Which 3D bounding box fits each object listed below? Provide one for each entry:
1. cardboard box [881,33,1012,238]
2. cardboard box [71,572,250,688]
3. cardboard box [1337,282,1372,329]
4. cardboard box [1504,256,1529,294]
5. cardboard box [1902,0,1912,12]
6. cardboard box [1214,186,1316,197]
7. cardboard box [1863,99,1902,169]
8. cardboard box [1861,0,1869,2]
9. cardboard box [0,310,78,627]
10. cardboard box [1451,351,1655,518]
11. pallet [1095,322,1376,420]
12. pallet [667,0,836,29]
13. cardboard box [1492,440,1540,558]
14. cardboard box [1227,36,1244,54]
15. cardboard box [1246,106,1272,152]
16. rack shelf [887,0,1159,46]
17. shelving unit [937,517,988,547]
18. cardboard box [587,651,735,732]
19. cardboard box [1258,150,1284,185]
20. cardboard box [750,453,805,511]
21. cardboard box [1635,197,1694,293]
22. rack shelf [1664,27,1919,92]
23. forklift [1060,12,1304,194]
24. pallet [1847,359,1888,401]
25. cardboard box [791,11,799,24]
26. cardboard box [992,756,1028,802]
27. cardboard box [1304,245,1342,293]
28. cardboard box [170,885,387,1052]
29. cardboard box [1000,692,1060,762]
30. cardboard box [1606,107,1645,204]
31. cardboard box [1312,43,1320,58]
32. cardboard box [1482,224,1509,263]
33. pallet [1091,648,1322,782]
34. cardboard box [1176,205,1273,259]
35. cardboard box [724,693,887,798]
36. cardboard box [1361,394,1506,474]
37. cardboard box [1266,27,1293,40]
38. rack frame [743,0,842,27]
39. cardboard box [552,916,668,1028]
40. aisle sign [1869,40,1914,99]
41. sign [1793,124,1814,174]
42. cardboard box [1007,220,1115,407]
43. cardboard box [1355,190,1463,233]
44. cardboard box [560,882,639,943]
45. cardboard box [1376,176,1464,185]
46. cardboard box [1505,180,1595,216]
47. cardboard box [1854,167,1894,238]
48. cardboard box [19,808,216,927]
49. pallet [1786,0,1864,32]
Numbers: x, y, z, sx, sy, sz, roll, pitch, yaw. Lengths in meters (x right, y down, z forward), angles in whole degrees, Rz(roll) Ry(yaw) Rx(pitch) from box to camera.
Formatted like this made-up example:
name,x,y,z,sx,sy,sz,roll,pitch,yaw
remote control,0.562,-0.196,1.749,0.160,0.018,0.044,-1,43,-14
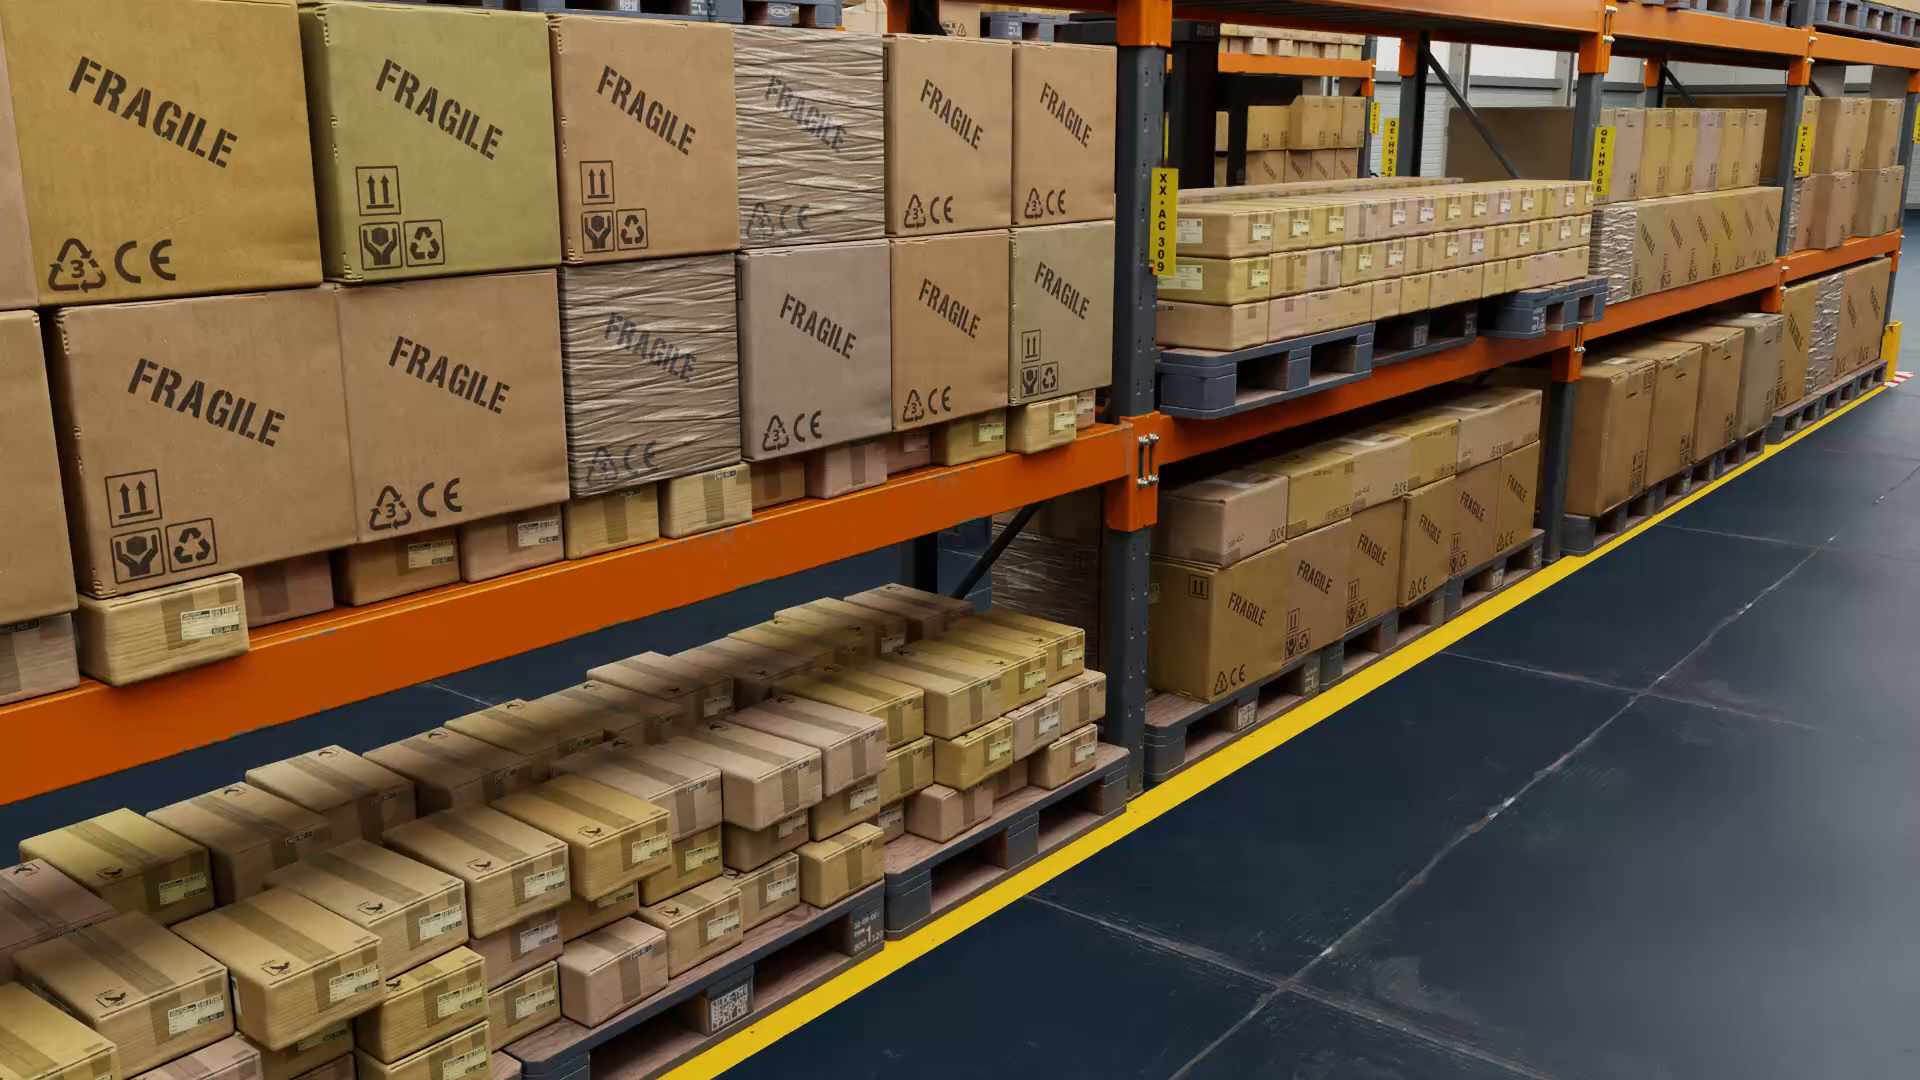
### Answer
name,x,y,z,sx,sy,sz,roll,pitch,yaw
cardboard box,-0.206,-1.093,4.496,0.500,0.500,0.500,11,18,36
cardboard box,-1.517,0.130,3.028,0.380,0.149,0.250,11,18,36
cardboard box,1.294,-0.883,6.164,0.380,0.149,0.250,11,18,38
cardboard box,2.283,-1.186,7.357,0.380,0.149,0.250,11,18,37
cardboard box,7.318,-4.268,13.194,0.380,0.149,0.250,11,18,38
cardboard box,1.289,-1.426,7.094,0.380,0.149,0.250,11,18,37
cardboard box,7.205,-3.357,13.749,0.875,0.550,0.550,11,18,38
cardboard box,6.359,-3.976,12.045,0.380,0.149,0.250,11,18,37
cardboard box,-1.817,-0.118,2.686,0.500,0.500,0.500,12,19,40
cardboard box,3.167,-0.630,9.226,1.050,0.750,0.750,11,18,37
pallet,0.794,-0.679,6.092,1.003,0.211,1.213,11,18,38
pallet,-1.563,-3.391,10.671,1.213,0.211,1.003,12,19,40
cardboard box,2.504,-0.239,8.197,0.500,0.500,0.500,11,18,37
cardboard box,2.344,-4.478,15.075,0.380,0.149,0.250,11,18,36
cardboard box,2.434,-3.841,15.312,0.700,0.500,0.500,11,18,36
rack shelf,-1.057,-1.370,3.792,1.077,0.370,4.000,11,18,38
shelving unit,-0.005,-0.435,9.006,0.258,0.900,0.210,11,18,38
cardboard box,-0.887,0.465,4.928,0.380,0.149,0.250,12,18,39
cardboard box,2.733,-3.454,15.820,0.500,0.500,0.500,12,18,38
cardboard box,-0.619,-0.184,4.266,0.380,0.149,0.250,11,18,37
cardboard box,3.841,-1.701,9.523,0.500,0.500,0.500,11,18,37
rack shelf,6.485,-3.668,12.838,1.077,0.370,4.000,11,18,38
forklift,1.429,-1.870,10.531,1.130,2.935,3.031,12,19,39
pallet,7.301,-1.429,14.320,1.003,0.211,1.213,11,18,38
cardboard box,-1.165,-3.585,11.562,0.380,0.149,0.250,11,18,38
cardboard box,-0.010,0.695,5.232,0.380,0.149,0.250,12,18,39
cardboard box,1.129,-0.977,5.931,0.380,0.149,0.250,12,18,39
cardboard box,-1.383,0.861,3.372,0.380,0.149,0.250,11,18,37
cardboard box,0.089,0.550,5.201,0.380,0.149,0.250,10,17,35
cardboard box,3.321,-2.128,9.175,0.700,0.500,0.500,11,18,37
cardboard box,3.287,-4.776,16.251,0.380,0.149,0.250,11,18,38
cardboard box,2.112,-1.277,7.112,0.380,0.149,0.250,11,18,37
pallet,0.688,0.554,6.512,1.003,0.211,1.213,11,18,38
cardboard box,0.806,-1.022,5.503,0.380,0.149,0.250,12,19,40
cardboard box,-0.424,0.558,4.563,0.380,0.149,0.250,10,17,35
cardboard box,2.179,-0.499,7.697,0.500,0.250,0.500,12,18,38
cardboard box,2.762,-4.785,15.474,0.500,0.250,0.500,11,18,38
rack frame,-1.199,-2.160,11.535,1.000,3.000,0.127,11,18,38
cardboard box,-0.928,1.004,4.014,0.380,0.149,0.250,10,17,35
aisle sign,8.020,-4.173,14.178,0.394,0.787,0.004,11,18,38
sign,5.656,-2.621,11.155,0.100,0.325,0.005,11,18,38
cardboard box,0.116,-0.704,4.995,0.500,0.500,0.500,11,18,38
cardboard box,1.784,-1.322,6.684,0.380,0.149,0.250,12,19,39
cardboard box,-1.007,0.831,4.092,0.380,0.149,0.250,12,19,40
cardboard box,2.270,-1.725,8.268,0.380,0.149,0.250,11,18,38
cardboard box,2.763,-1.619,7.853,0.380,0.149,0.250,10,18,35
cardboard box,7.216,-2.832,13.873,0.875,0.550,0.550,11,18,38
cardboard box,-1.912,0.759,3.772,0.380,0.149,0.250,11,18,36
pallet,5.751,-3.746,11.863,1.003,0.211,1.213,11,18,38
